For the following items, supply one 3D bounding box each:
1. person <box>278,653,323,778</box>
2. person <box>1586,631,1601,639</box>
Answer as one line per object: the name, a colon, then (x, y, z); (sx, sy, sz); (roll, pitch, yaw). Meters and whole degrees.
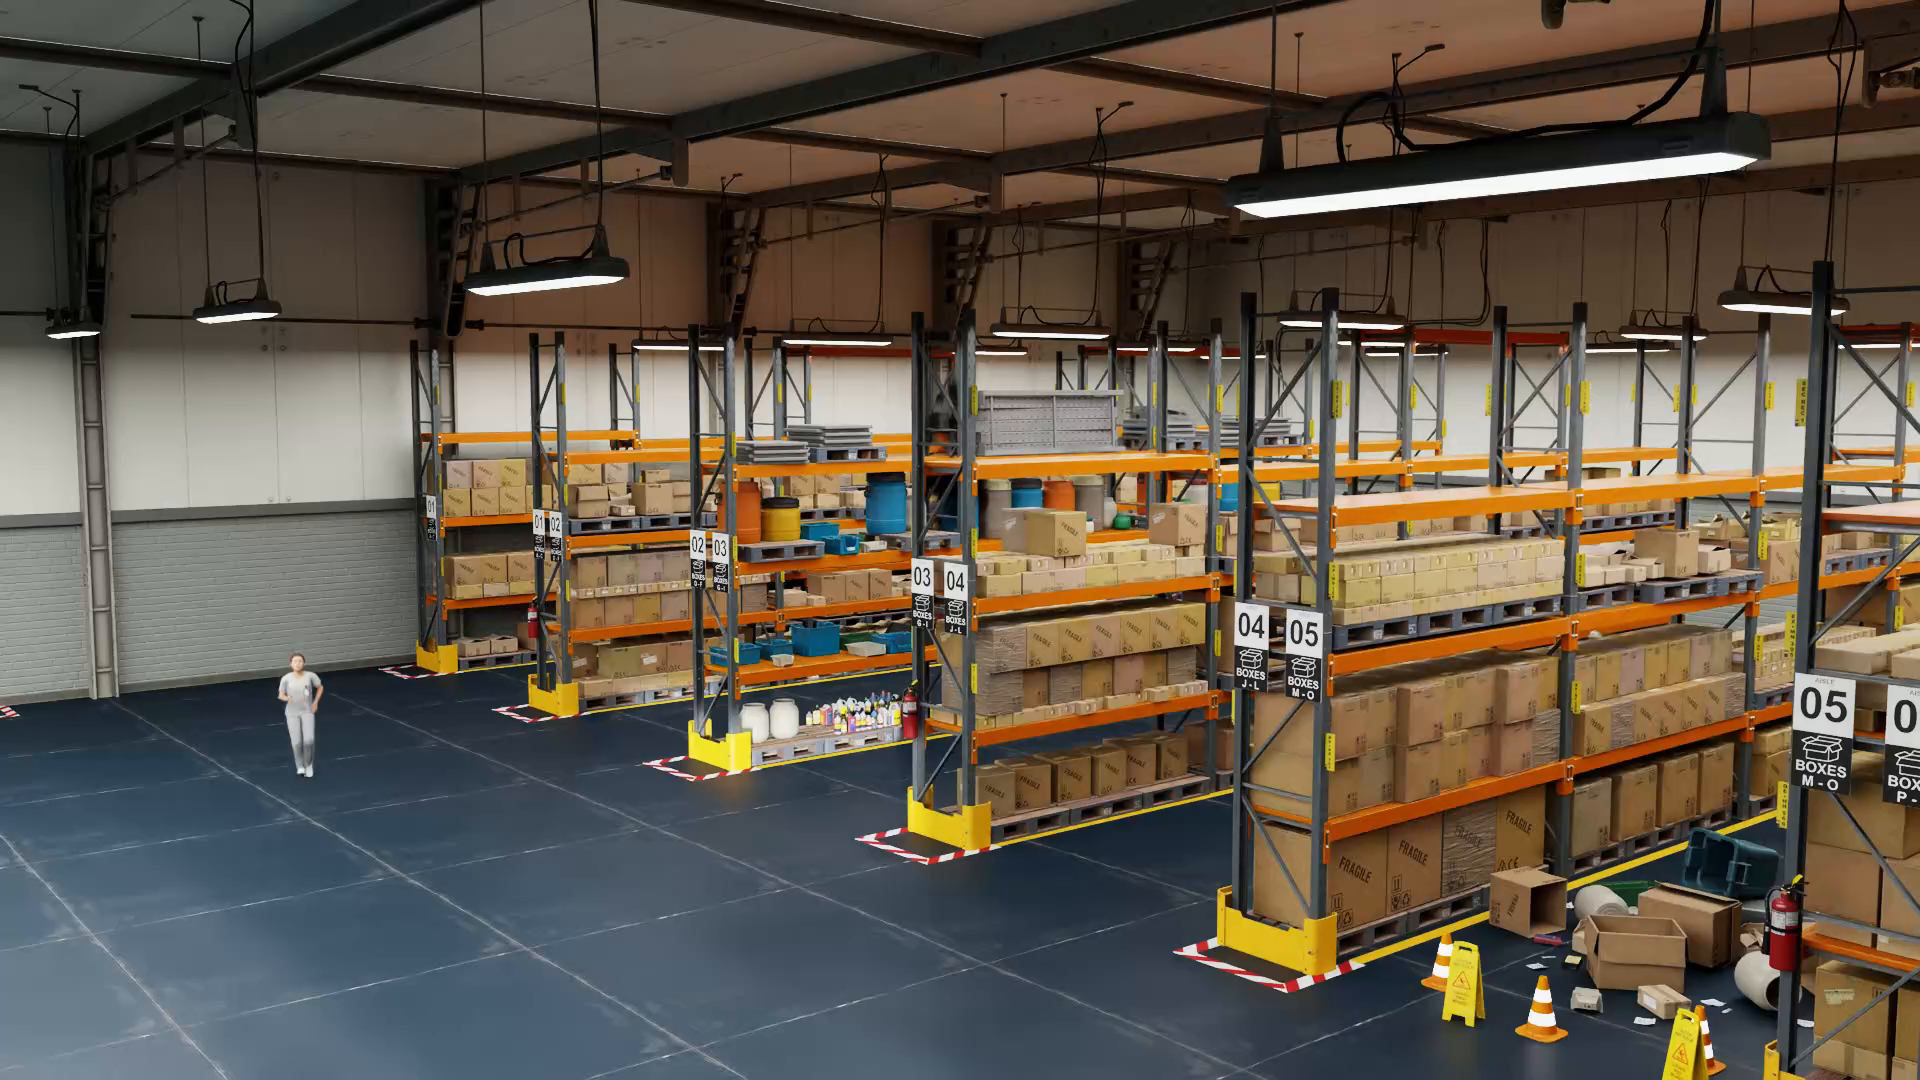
person: (-8.668, 2.315, 21.880); (0.547, 1.660, 0.618); (-2, 6, -19)
person: (9.292, 2.119, 24.354); (0.594, 1.616, 0.585); (5, 7, 43)
